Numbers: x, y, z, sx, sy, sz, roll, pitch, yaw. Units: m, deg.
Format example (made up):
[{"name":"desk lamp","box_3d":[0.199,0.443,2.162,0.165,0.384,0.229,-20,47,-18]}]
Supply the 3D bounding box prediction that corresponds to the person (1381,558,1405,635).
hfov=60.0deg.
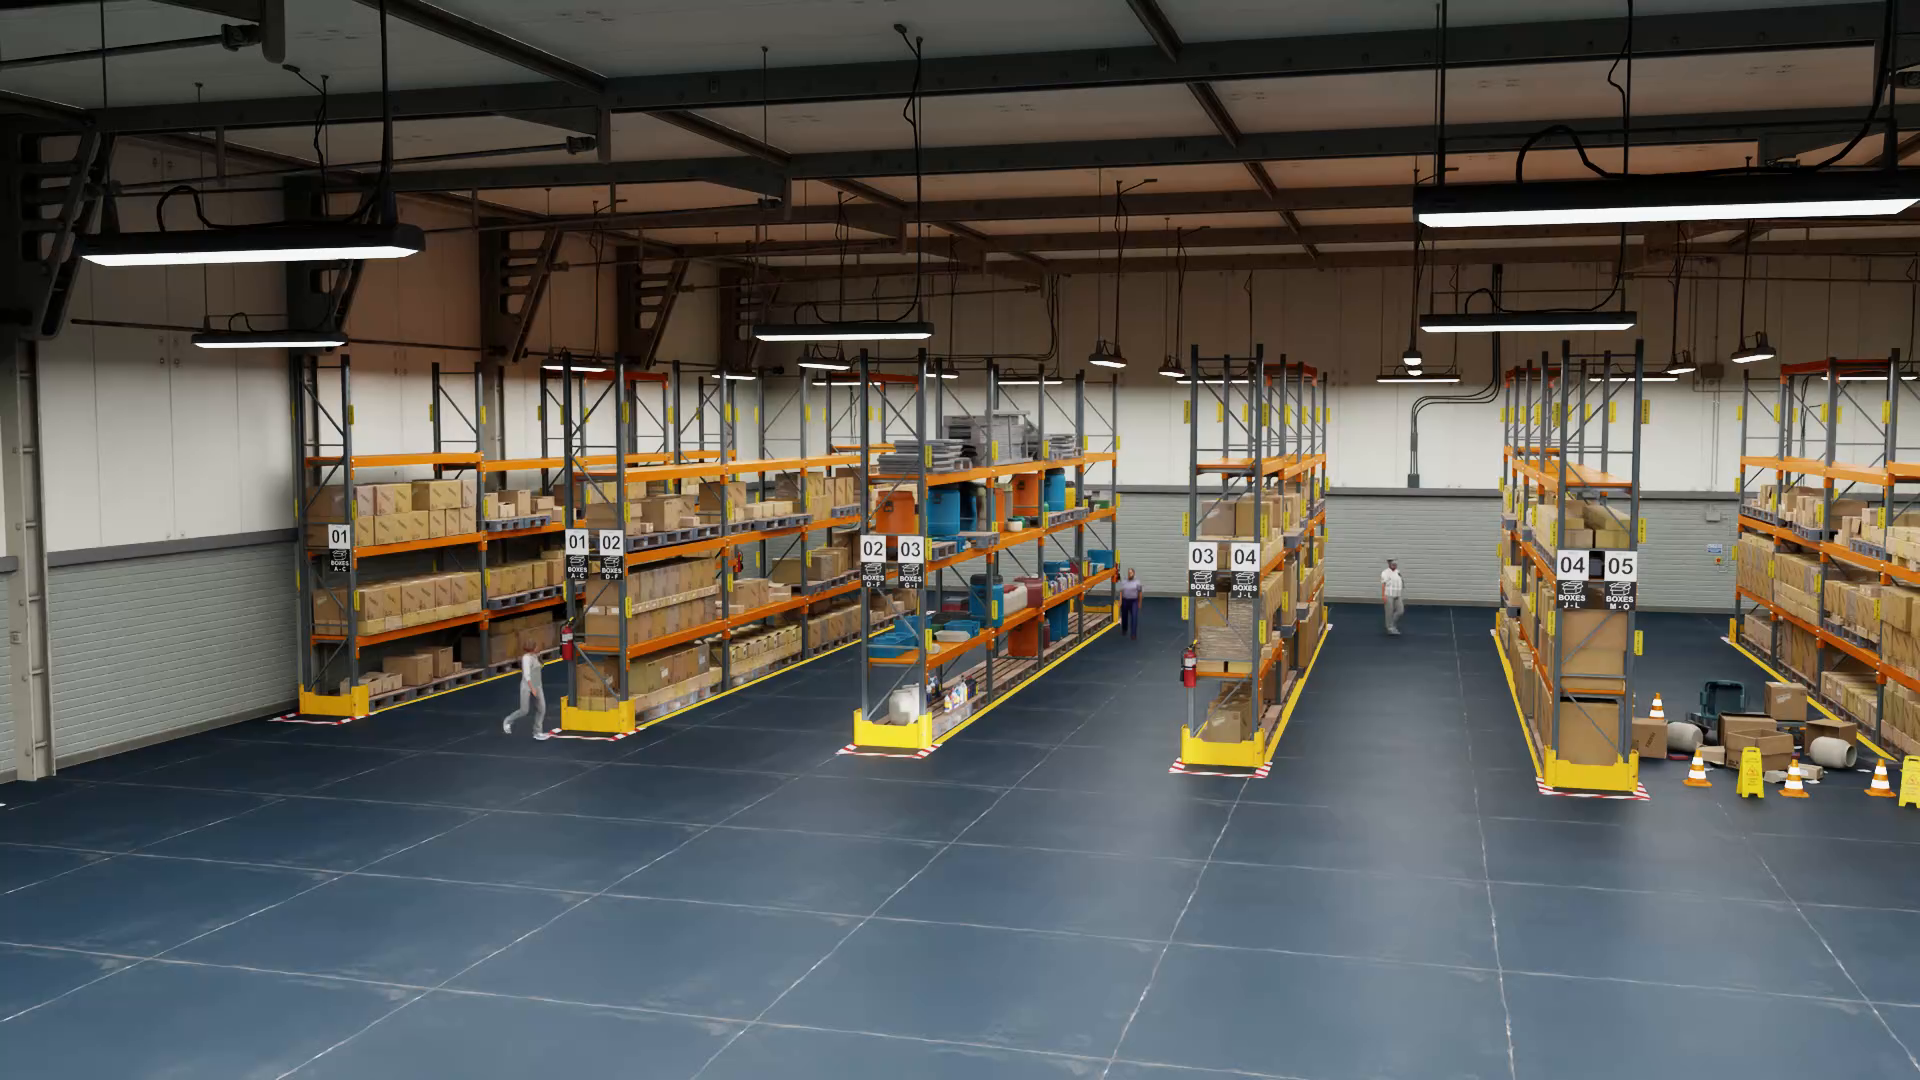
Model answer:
[{"name":"person","box_3d":[9.885,1.293,38.012,0.601,1.781,0.466,-2,5,-27]}]

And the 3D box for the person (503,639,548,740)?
[{"name":"person","box_3d":[-6.692,2.287,25.639,0.756,1.555,0.417,3,5,32]}]

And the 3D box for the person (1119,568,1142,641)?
[{"name":"person","box_3d":[3.806,1.418,37.114,0.525,1.601,0.940,0,4,5]}]
